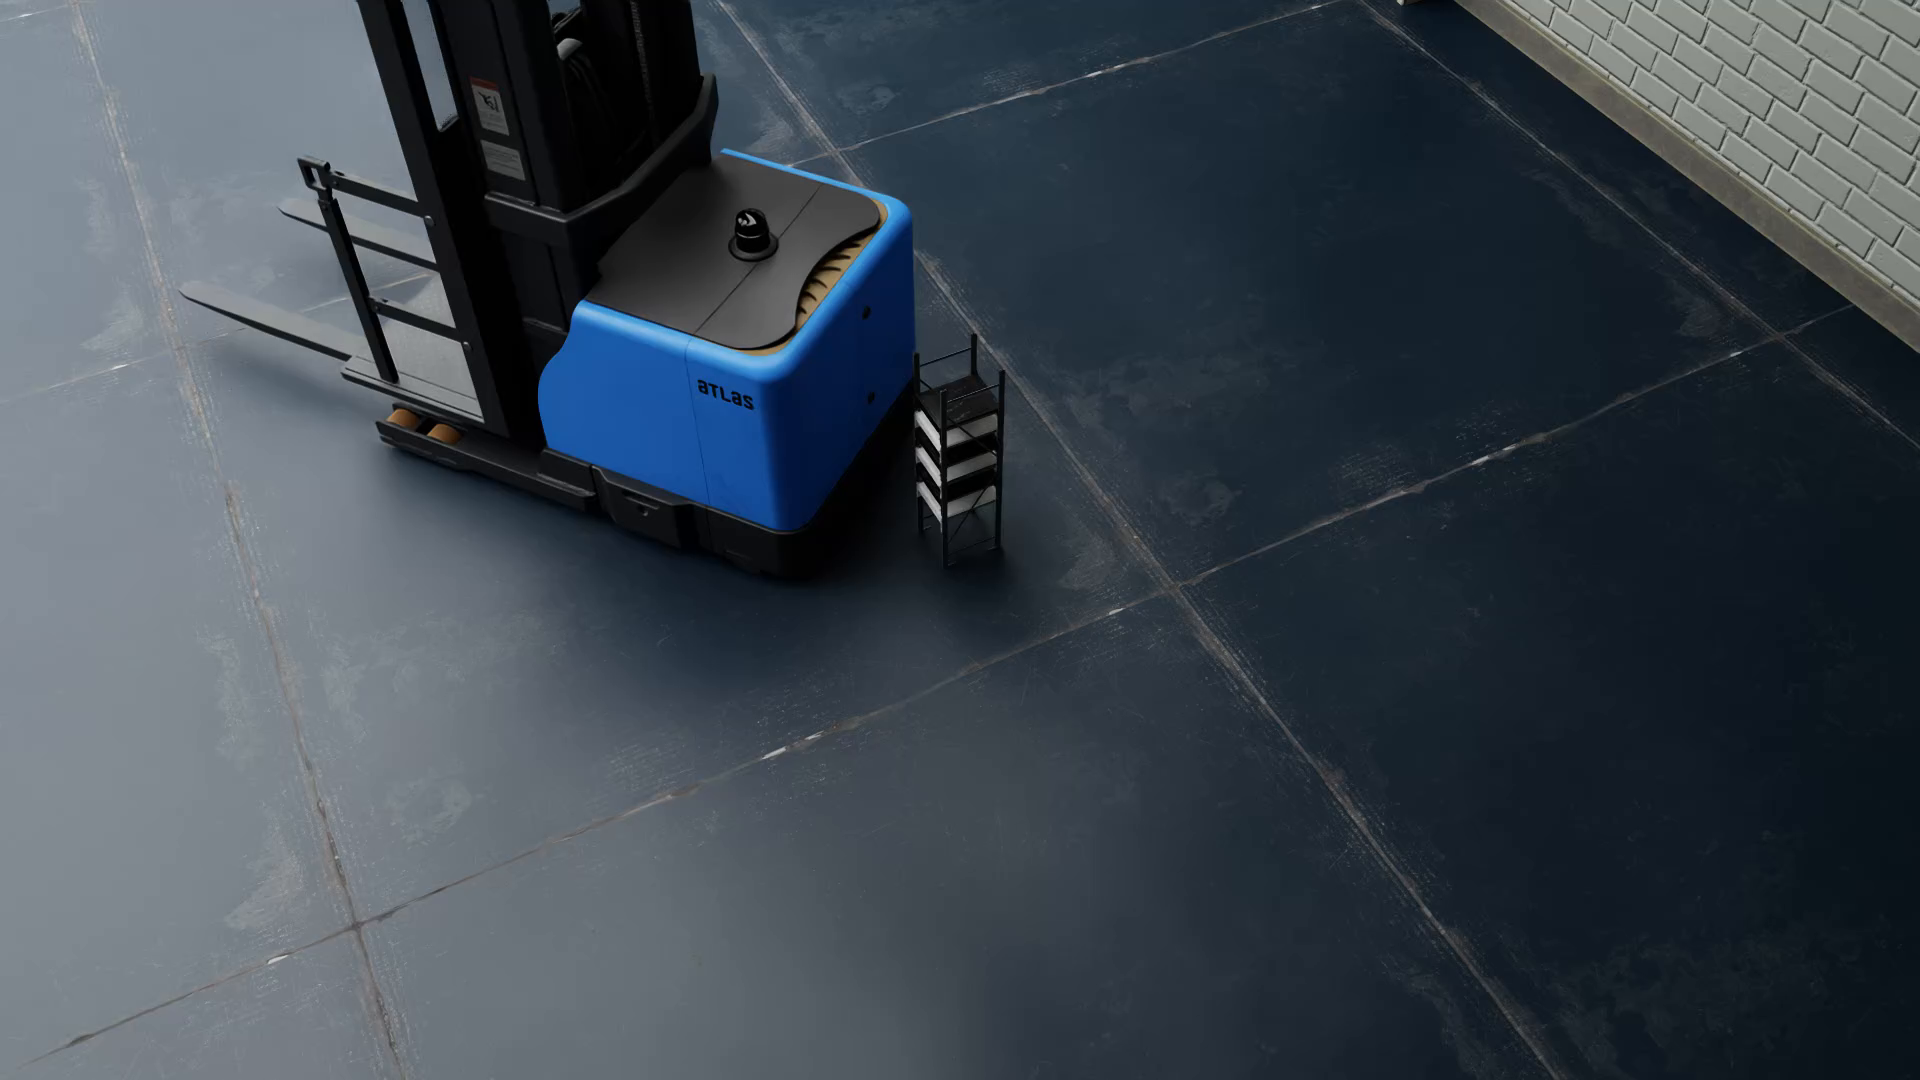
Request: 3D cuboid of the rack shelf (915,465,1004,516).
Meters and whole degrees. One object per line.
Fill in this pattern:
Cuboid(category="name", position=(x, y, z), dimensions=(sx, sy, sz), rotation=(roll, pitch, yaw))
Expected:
Cuboid(category="rack shelf", position=(-0.004, -0.220, 6.009), dimensions=(0.258, 0.077, 0.200), rotation=(-21, 52, -18))

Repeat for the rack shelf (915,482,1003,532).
Cuboid(category="rack shelf", position=(-0.004, -0.161, 6.077), dimensions=(0.258, 0.077, 0.200), rotation=(-21, 52, -18))

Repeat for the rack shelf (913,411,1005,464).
Cuboid(category="rack shelf", position=(-0.004, -0.398, 5.806), dimensions=(0.258, 0.077, 0.200), rotation=(-21, 52, -18))

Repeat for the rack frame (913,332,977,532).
Cuboid(category="rack frame", position=(-0.050, -0.370, 5.976), dimensions=(0.240, 0.900, 0.006), rotation=(-21, 52, -18))

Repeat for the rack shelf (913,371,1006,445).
Cuboid(category="rack shelf", position=(-0.004, -0.458, 5.738), dimensions=(0.258, 0.077, 0.200), rotation=(-21, 52, -18))

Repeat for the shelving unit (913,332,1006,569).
Cuboid(category="shelving unit", position=(-0.004, -0.302, 5.916), dimensions=(0.258, 0.900, 0.210), rotation=(-21, 52, -18))

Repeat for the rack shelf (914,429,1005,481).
Cuboid(category="rack shelf", position=(-0.004, -0.339, 5.873), dimensions=(0.258, 0.077, 0.200), rotation=(-21, 52, -18))

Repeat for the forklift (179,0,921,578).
Cuboid(category="forklift", position=(-1.713, -1.594, 5.697), dimensions=(3.031, 2.935, 1.130), rotation=(19, 52, 16))

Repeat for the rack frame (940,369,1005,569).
Cuboid(category="rack frame", position=(0.043, -0.234, 5.857), dimensions=(0.240, 0.900, 0.006), rotation=(-21, 52, -18))

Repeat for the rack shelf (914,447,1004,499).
Cuboid(category="rack shelf", position=(-0.004, -0.280, 5.941), dimensions=(0.258, 0.077, 0.200), rotation=(-21, 52, -18))
